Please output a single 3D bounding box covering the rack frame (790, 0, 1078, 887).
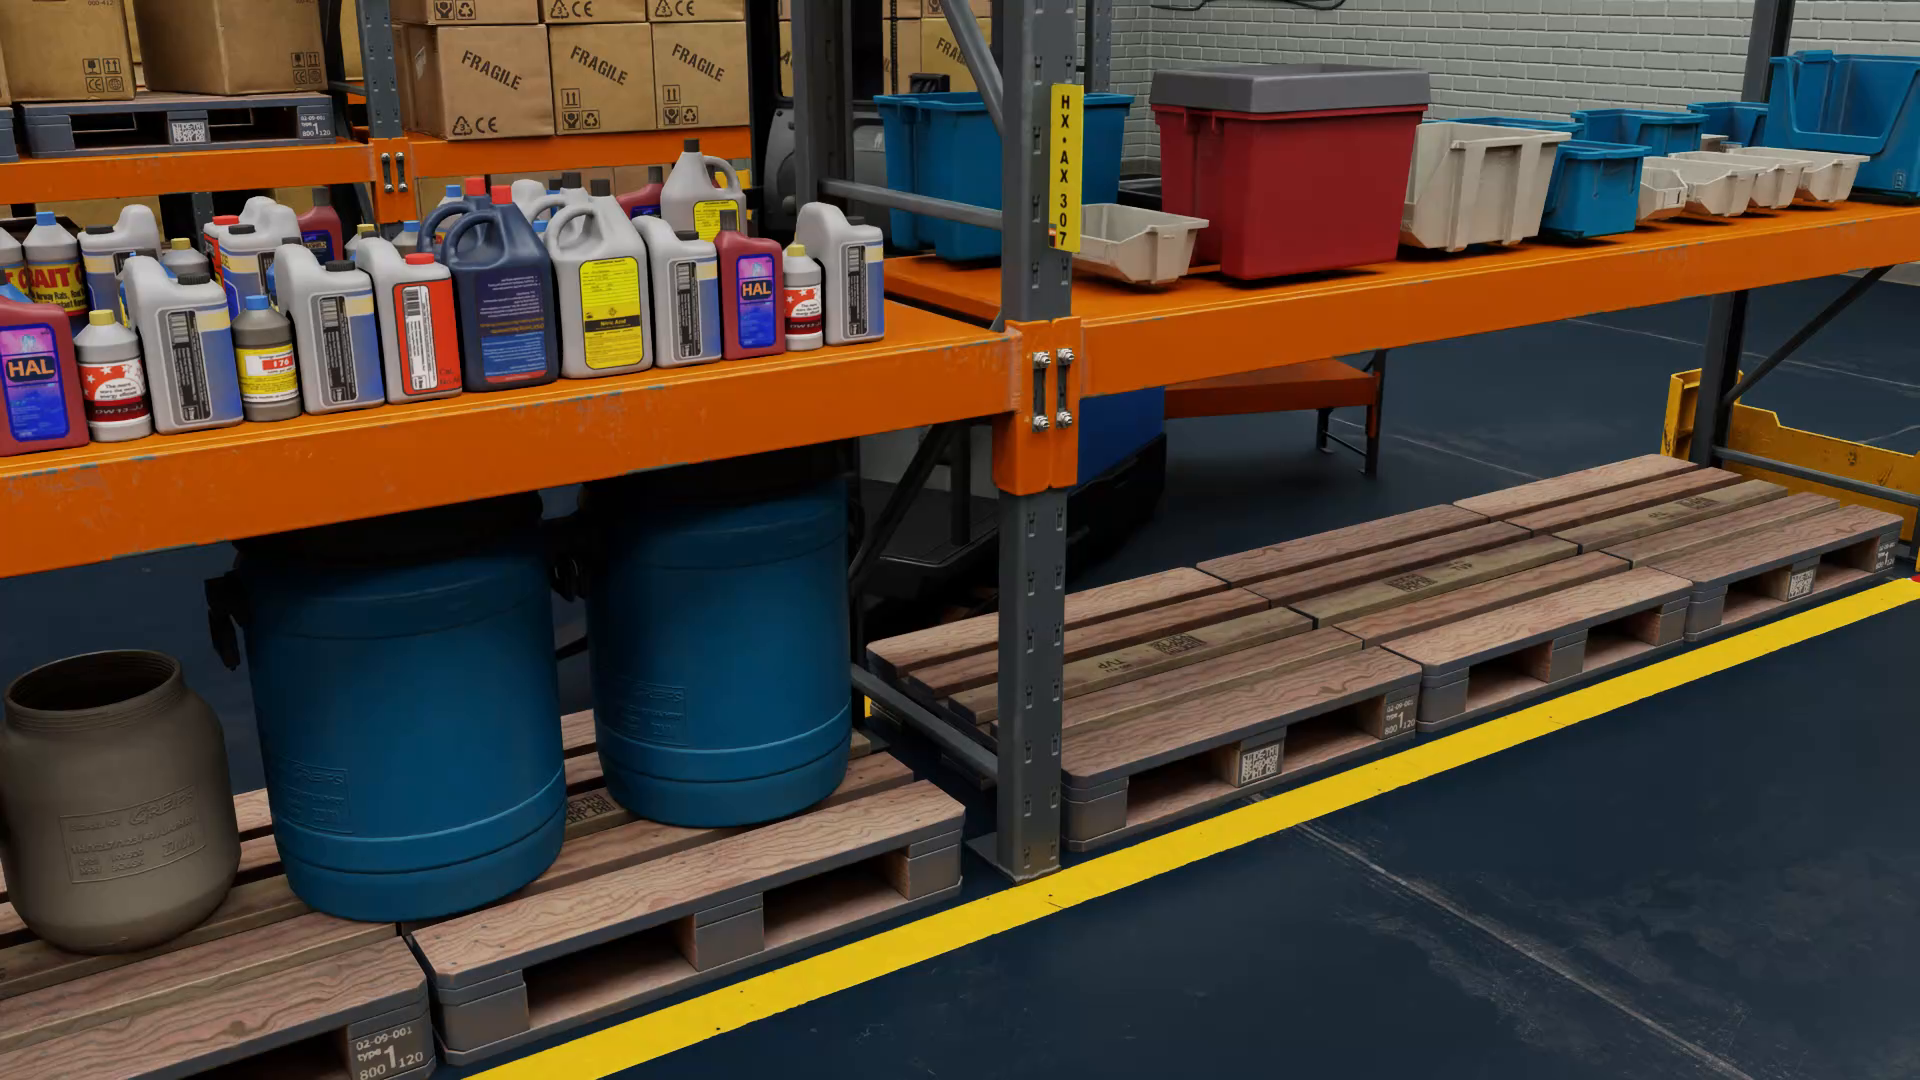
[{"bbox_3d":[-0.089,-0.760,3.810,0.127,3.000,1.000,-12,22,-31],"label":"rack frame"}]

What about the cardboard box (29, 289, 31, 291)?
[{"bbox_3d":[-4.209,-0.907,7.460,0.500,0.500,0.500,-12,22,-31],"label":"cardboard box"}]

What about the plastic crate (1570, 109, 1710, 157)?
[{"bbox_3d":[2.315,-1.342,5.700,0.300,0.233,0.416,-12,22,-31],"label":"plastic crate"}]

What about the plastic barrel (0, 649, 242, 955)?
[{"bbox_3d":[-1.665,0.511,3.279,0.421,0.512,0.421,0,19,0],"label":"plastic barrel"}]

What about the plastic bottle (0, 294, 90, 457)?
[{"bbox_3d":[-1.441,-0.278,2.567,0.133,0.283,0.061,-12,22,-31],"label":"plastic bottle"}]

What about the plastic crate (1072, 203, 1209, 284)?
[{"bbox_3d":[0.378,-0.707,3.972,0.243,0.136,0.396,-12,22,-31],"label":"plastic crate"}]

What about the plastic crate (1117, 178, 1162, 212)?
[{"bbox_3d":[0.698,-0.927,4.640,0.590,0.125,0.437,-12,22,-31],"label":"plastic crate"}]

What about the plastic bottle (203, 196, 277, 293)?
[{"bbox_3d":[-1.459,-0.559,3.408,0.135,0.276,0.152,-12,22,-31],"label":"plastic bottle"}]

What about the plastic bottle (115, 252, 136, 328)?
[{"bbox_3d":[-1.568,-0.452,3.210,0.097,0.201,0.097,0,19,0],"label":"plastic bottle"}]

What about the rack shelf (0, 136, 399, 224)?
[{"bbox_3d":[-4.481,-1.393,6.804,4.000,0.370,1.077,-12,22,-31],"label":"rack shelf"}]

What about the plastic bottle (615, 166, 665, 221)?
[{"bbox_3d":[-0.741,-0.731,3.906,0.133,0.283,0.061,-12,22,-31],"label":"plastic bottle"}]

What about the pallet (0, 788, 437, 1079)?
[{"bbox_3d":[-1.776,0.902,3.248,1.213,0.211,1.003,-12,22,-31],"label":"pallet"}]

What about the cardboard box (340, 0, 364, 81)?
[{"bbox_3d":[-4.463,-3.771,12.246,0.700,0.700,0.980,-13,22,-33],"label":"cardboard box"}]

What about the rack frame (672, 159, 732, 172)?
[{"bbox_3d":[-2.197,-4.115,13.732,0.127,3.000,1.000,-12,22,-31],"label":"rack frame"}]

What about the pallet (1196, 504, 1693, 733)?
[{"bbox_3d":[1.524,0.205,5.310,1.213,0.211,1.003,-12,22,-31],"label":"pallet"}]

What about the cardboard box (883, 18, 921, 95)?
[{"bbox_3d":[-0.545,-2.507,8.821,0.500,0.500,0.500,-12,22,-31],"label":"cardboard box"}]

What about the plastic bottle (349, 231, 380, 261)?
[{"bbox_3d":[-1.051,-0.420,3.005,0.097,0.271,0.097,0,19,0],"label":"plastic bottle"}]

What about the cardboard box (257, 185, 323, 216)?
[{"bbox_3d":[-4.857,-2.529,12.290,0.500,0.500,0.700,-12,22,-31],"label":"cardboard box"}]

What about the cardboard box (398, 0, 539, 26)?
[{"bbox_3d":[-2.262,-2.615,7.578,0.500,0.500,0.500,-11,22,-30],"label":"cardboard box"}]

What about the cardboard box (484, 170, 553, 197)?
[{"bbox_3d":[-3.564,-2.803,13.098,0.500,0.500,0.700,-13,22,-33],"label":"cardboard box"}]

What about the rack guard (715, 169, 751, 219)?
[{"bbox_3d":[-2.177,-2.935,14.145,0.348,0.500,1.175,-12,22,-31],"label":"rack guard"}]

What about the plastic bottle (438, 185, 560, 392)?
[{"bbox_3d":[-0.831,-0.455,2.984,0.185,0.351,0.144,-12,22,-31],"label":"plastic bottle"}]

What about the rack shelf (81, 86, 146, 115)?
[{"bbox_3d":[-7.208,-2.717,10.721,4.000,0.370,1.077,-12,22,-31],"label":"rack shelf"}]

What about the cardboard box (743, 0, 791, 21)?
[{"bbox_3d":[-0.971,-2.887,8.384,0.500,0.500,0.500,-11,22,-30],"label":"cardboard box"}]

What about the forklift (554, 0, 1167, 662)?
[{"bbox_3d":[-0.315,-1.184,5.169,1.130,2.935,3.031,9,21,26],"label":"forklift"}]

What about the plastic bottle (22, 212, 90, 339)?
[{"bbox_3d":[-1.764,-0.503,3.249,0.097,0.271,0.097,0,19,0],"label":"plastic bottle"}]

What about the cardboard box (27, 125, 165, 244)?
[{"bbox_3d":[-6.009,-2.441,11.484,0.750,0.750,0.750,-12,22,-31],"label":"cardboard box"}]

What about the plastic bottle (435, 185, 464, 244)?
[{"bbox_3d":[-1.103,-0.642,3.661,0.097,0.271,0.097,0,19,0],"label":"plastic bottle"}]

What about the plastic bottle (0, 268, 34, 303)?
[{"bbox_3d":[-1.500,-0.291,2.622,0.097,0.271,0.097,0,19,0],"label":"plastic bottle"}]

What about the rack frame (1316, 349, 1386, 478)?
[{"bbox_3d":[1.679,-0.874,7.073,0.032,1.125,0.500,-5,19,-14],"label":"rack frame"}]

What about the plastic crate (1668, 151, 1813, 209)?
[{"bbox_3d":[2.420,-1.129,5.219,0.243,0.136,0.396,-12,22,-31],"label":"plastic crate"}]

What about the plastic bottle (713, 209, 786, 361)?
[{"bbox_3d":[-0.409,-0.496,3.211,0.133,0.283,0.061,-12,22,-31],"label":"plastic bottle"}]

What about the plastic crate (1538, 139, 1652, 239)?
[{"bbox_3d":[1.677,-0.984,4.638,0.300,0.233,0.416,-12,22,-31],"label":"plastic crate"}]

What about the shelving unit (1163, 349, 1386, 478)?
[{"bbox_3d":[1.188,-0.832,6.949,1.048,1.125,0.538,-5,19,-14],"label":"shelving unit"}]

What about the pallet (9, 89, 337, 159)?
[{"bbox_3d":[-3.538,-1.883,7.432,1.213,0.211,1.003,-12,22,-31],"label":"pallet"}]

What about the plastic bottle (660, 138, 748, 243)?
[{"bbox_3d":[-0.595,-0.754,3.870,0.185,0.351,0.144,-12,22,-31],"label":"plastic bottle"}]

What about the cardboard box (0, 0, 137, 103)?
[{"bbox_3d":[-3.868,-2.170,7.169,0.500,0.500,0.700,-8,20,-23],"label":"cardboard box"}]

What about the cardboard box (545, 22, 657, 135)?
[{"bbox_3d":[-1.809,-2.241,8.034,0.500,0.500,0.500,-11,22,-30],"label":"cardboard box"}]

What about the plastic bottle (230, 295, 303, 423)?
[{"bbox_3d":[-1.161,-0.306,2.775,0.097,0.201,0.097,0,19,0],"label":"plastic bottle"}]
